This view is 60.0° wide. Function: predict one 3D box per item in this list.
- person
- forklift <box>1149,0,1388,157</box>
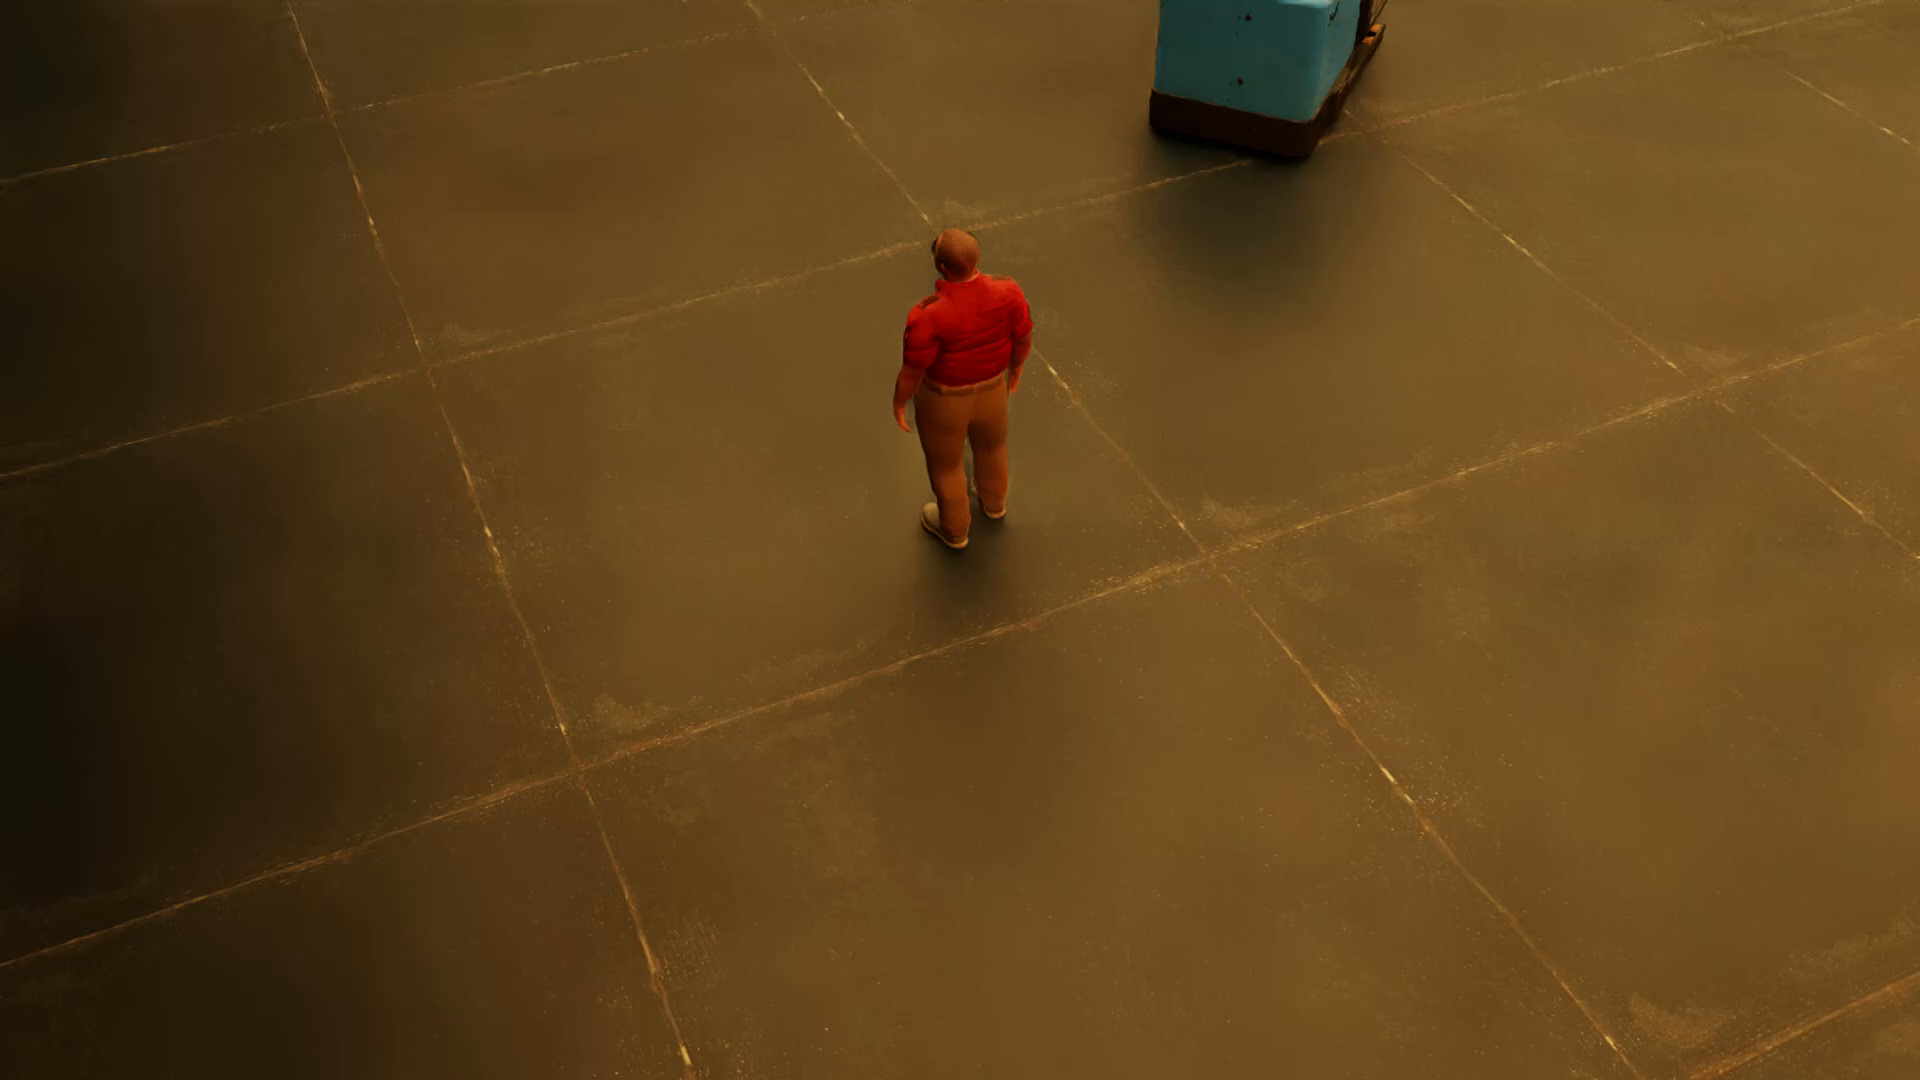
[{"bbox_3d":[-0.027,-0.696,7.297,0.640,1.726,0.550,-18,46,-18],"label":"person"},{"bbox_3d":[2.271,-4.445,10.443,1.130,2.935,3.031,17,46,18],"label":"forklift"}]
